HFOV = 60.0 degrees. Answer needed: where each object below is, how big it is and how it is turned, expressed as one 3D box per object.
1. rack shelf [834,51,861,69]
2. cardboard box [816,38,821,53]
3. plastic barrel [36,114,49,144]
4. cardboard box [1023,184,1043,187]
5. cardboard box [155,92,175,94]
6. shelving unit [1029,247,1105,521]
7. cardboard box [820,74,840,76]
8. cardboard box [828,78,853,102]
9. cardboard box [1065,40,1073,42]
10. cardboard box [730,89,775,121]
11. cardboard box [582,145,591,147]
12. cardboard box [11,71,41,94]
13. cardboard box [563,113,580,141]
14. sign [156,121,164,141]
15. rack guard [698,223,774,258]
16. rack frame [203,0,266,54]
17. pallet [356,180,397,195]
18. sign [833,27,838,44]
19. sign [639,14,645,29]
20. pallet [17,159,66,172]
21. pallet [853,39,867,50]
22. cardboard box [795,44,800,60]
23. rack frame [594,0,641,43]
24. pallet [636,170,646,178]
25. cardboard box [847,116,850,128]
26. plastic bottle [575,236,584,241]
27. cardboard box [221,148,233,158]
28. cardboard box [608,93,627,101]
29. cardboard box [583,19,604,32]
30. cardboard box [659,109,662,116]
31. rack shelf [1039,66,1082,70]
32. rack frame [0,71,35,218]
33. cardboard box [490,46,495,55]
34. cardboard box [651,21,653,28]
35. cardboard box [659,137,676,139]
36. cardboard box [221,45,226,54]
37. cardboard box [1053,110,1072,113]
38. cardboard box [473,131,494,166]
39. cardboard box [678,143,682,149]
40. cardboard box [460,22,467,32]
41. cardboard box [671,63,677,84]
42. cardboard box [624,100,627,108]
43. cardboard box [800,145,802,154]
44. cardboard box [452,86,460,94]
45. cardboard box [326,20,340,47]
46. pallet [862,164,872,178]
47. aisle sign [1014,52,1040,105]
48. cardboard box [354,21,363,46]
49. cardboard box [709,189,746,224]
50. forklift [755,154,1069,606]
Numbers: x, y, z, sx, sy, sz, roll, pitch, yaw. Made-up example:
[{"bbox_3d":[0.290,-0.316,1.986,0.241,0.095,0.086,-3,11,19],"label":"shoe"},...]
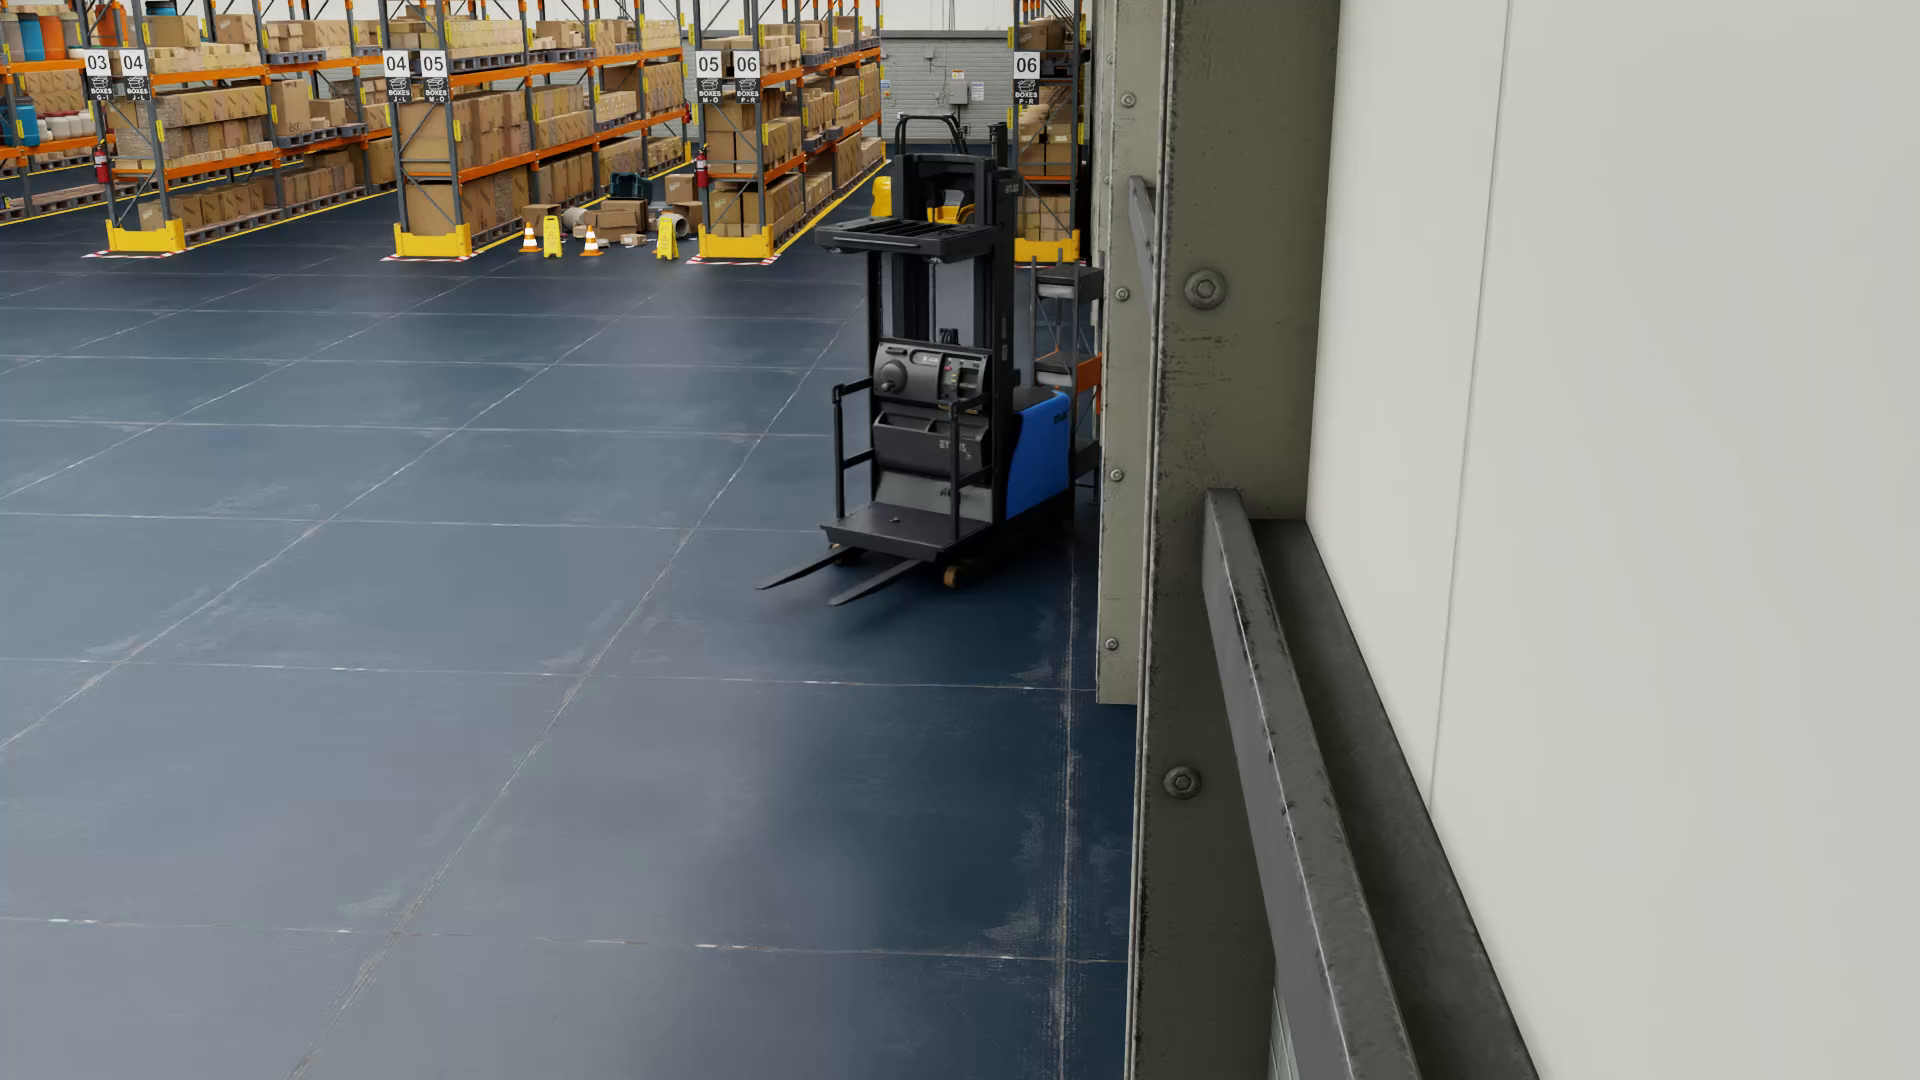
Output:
[{"bbox_3d":[-2.909,-10.201,35.576,1.077,0.370,4.000,1,18,4],"label":"rack shelf"},{"bbox_3d":[-2.862,-9.138,30.742,0.500,0.250,0.500,1,18,3],"label":"cardboard box"},{"bbox_3d":[-17.877,-7.943,32.127,0.433,0.535,0.433,0,18,0],"label":"plastic barrel"},{"bbox_3d":[1.148,-5.893,28.226,0.500,0.250,0.500,1,18,3],"label":"cardboard box"},{"bbox_3d":[-13.649,-7.384,28.396,0.500,0.500,0.500,1,18,4],"label":"cardboard box"},{"bbox_3d":[0.852,-1.252,13.371,0.431,2.100,0.503,9,20,26],"label":"shelving unit"},{"bbox_3d":[-3.008,-10.414,38.121,0.500,0.500,0.500,1,18,3],"label":"cardboard box"},{"bbox_3d":[-2.633,-9.799,36.245,0.500,0.500,0.500,2,18,6],"label":"cardboard box"},{"bbox_3d":[1.996,-9.433,31.616,0.380,0.166,0.250,1,18,4],"label":"cardboard box"},{"bbox_3d":[-3.646,-7.628,29.141,0.700,0.500,0.500,1,18,4],"label":"cardboard box"},{"bbox_3d":[-8.184,-8.319,35.629,0.500,0.250,0.500,2,18,5],"label":"cardboard box"},{"bbox_3d":[-22.217,-10.845,39.436,0.500,0.500,0.500,2,18,5],"label":"cardboard box"},{"bbox_3d":[-7.835,-8.167,32.869,0.500,0.500,0.500,1,18,3],"label":"cardboard box"},{"bbox_3d":[-12.969,-6.632,26.956,0.100,0.325,0.005,1,18,4],"label":"sign"},{"bbox_3d":[-3.621,-4.847,26.914,1.175,0.500,0.348,1,18,4],"label":"rack guard"},{"bbox_3d":[-13.224,-10.326,29.985,1.000,3.000,0.127,1,18,4],"label":"rack frame"},{"bbox_3d":[-12.805,-7.636,35.887,1.003,0.211,1.213,1,18,4],"label":"pallet"},{"bbox_3d":[-2.512,-10.155,33.449,0.100,0.325,0.005,1,18,4],"label":"sign"},{"bbox_3d":[-7.157,-11.665,37.425,0.100,0.325,0.005,1,18,4],"label":"sign"},{"bbox_3d":[-22.481,-9.070,40.265,1.003,0.211,1.213,1,18,4],"label":"pallet"},{"bbox_3d":[-2.697,-11.376,38.148,1.003,0.211,1.213,1,18,4],"label":"pallet"},{"bbox_3d":[-3.103,-8.606,29.315,0.500,0.250,0.500,1,18,3],"label":"cardboard box"},{"bbox_3d":[-7.710,-12.669,37.134,1.000,3.000,0.127,1,18,4],"label":"rack frame"},{"bbox_3d":[-7.765,-8.251,37.764,1.003,0.211,1.213,1,18,4],"label":"pallet"},{"bbox_3d":[-2.672,-9.047,35.958,0.500,0.250,0.500,1,18,4],"label":"cardboard box"},{"bbox_3d":[-6.582,-5.223,28.763,0.133,0.061,0.283,-5,19,-15],"label":"plastic bottle"},{"bbox_3d":[-13.068,-6.817,29.314,0.380,0.149,0.250,1,18,4],"label":"cardboard box"},{"bbox_3d":[-7.602,-9.806,36.807,0.380,0.149,0.250,1,18,4],"label":"cardboard box"},{"bbox_3d":[-7.677,-10.772,34.773,0.396,0.266,0.258,1,18,4],"label":"cardboard box"},{"bbox_3d":[-7.318,-10.189,39.605,0.380,0.149,0.250,2,18,6],"label":"cardboard box"},{"bbox_3d":[1.755,-8.849,31.450,1.077,0.370,4.000,1,18,4],"label":"rack shelf"},{"bbox_3d":[-18.164,-7.586,31.256,1.000,3.000,0.127,1,18,4],"label":"rack frame"},{"bbox_3d":[-8.100,-8.292,28.163,0.380,0.149,0.250,1,18,4],"label":"cardboard box"},{"bbox_3d":[-7.372,-12.007,38.731,0.380,0.149,0.250,1,18,2],"label":"cardboard box"},{"bbox_3d":[-7.284,-9.941,41.392,0.380,0.149,0.250,2,18,5],"label":"cardboard box"},{"bbox_3d":[-13.087,-8.586,29.092,0.380,0.149,0.250,2,18,6],"label":"cardboard box"},{"bbox_3d":[1.831,-7.459,29.188,0.380,0.149,0.250,1,18,2],"label":"cardboard box"},{"bbox_3d":[-8.406,-6.621,28.070,0.875,0.550,0.550,1,18,4],"label":"cardboard box"},{"bbox_3d":[-7.177,-9.876,41.672,0.380,0.149,0.250,1,18,2],"label":"cardboard box"},{"bbox_3d":[-8.192,-8.277,26.835,0.380,0.149,0.250,1,18,3],"label":"cardboard box"},{"bbox_3d":[-7.245,-11.419,40.711,0.500,0.500,0.500,1,18,2],"label":"cardboard box"},{"bbox_3d":[-7.596,-9.667,36.861,0.380,0.149,0.250,1,18,2],"label":"cardboard box"},{"bbox_3d":[-3.058,-7.028,29.958,0.380,0.149,0.250,1,18,3],"label":"cardboard box"},{"bbox_3d":[-12.285,-10.844,39.758,0.500,0.500,0.500,1,18,2],"label":"cardboard box"},{"bbox_3d":[-12.748,-10.115,33.194,0.500,0.500,0.500,1,18,4],"label":"cardboard box"},{"bbox_3d":[-2.633,-8.648,38.976,1.003,0.211,1.213,1,18,4],"label":"pallet"},{"bbox_3d":[1.027,-7.124,25.671,0.394,0.787,0.004,1,18,4],"label":"aisle sign"},{"bbox_3d":[-12.965,-10.583,34.745,0.797,0.503,0.637,2,18,7],"label":"cardboard box"},{"bbox_3d":[-3.829,-5.516,27.476,0.500,0.500,0.500,1,18,4],"label":"cardboard box"},{"bbox_3d":[-0.322,-1.209,11.905,1.130,2.935,3.031,11,21,29],"label":"forklift"}]
